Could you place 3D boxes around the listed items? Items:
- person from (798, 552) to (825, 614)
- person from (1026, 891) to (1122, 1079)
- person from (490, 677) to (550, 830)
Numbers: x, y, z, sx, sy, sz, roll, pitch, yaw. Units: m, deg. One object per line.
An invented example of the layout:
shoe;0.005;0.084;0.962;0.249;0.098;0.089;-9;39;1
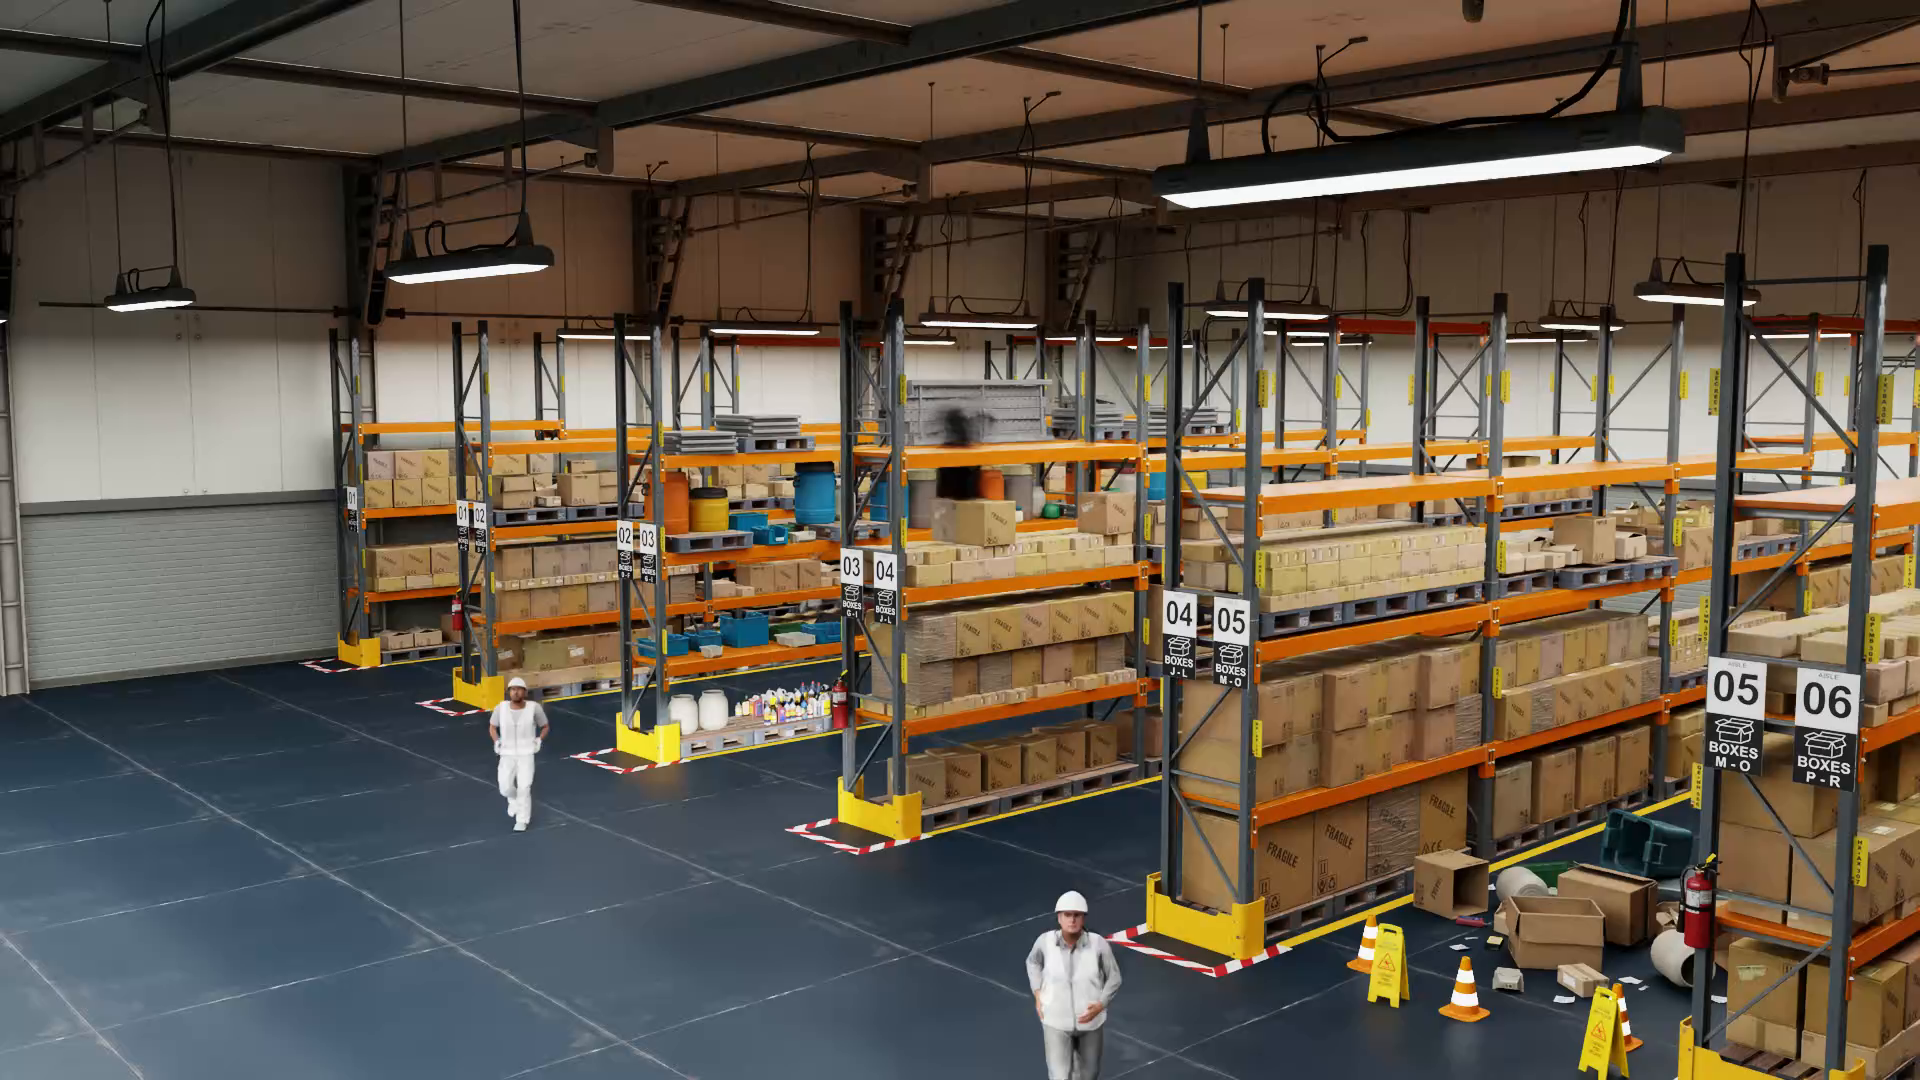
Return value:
person;-2.897;1.055;32.802;0.834;1.744;0.719;-5;8;-42
person;0.765;3.213;11.112;0.629;1.770;1.068;0;6;-2
person;-5.033;2.427;18.992;0.680;1.731;0.624;-1;6;-7
